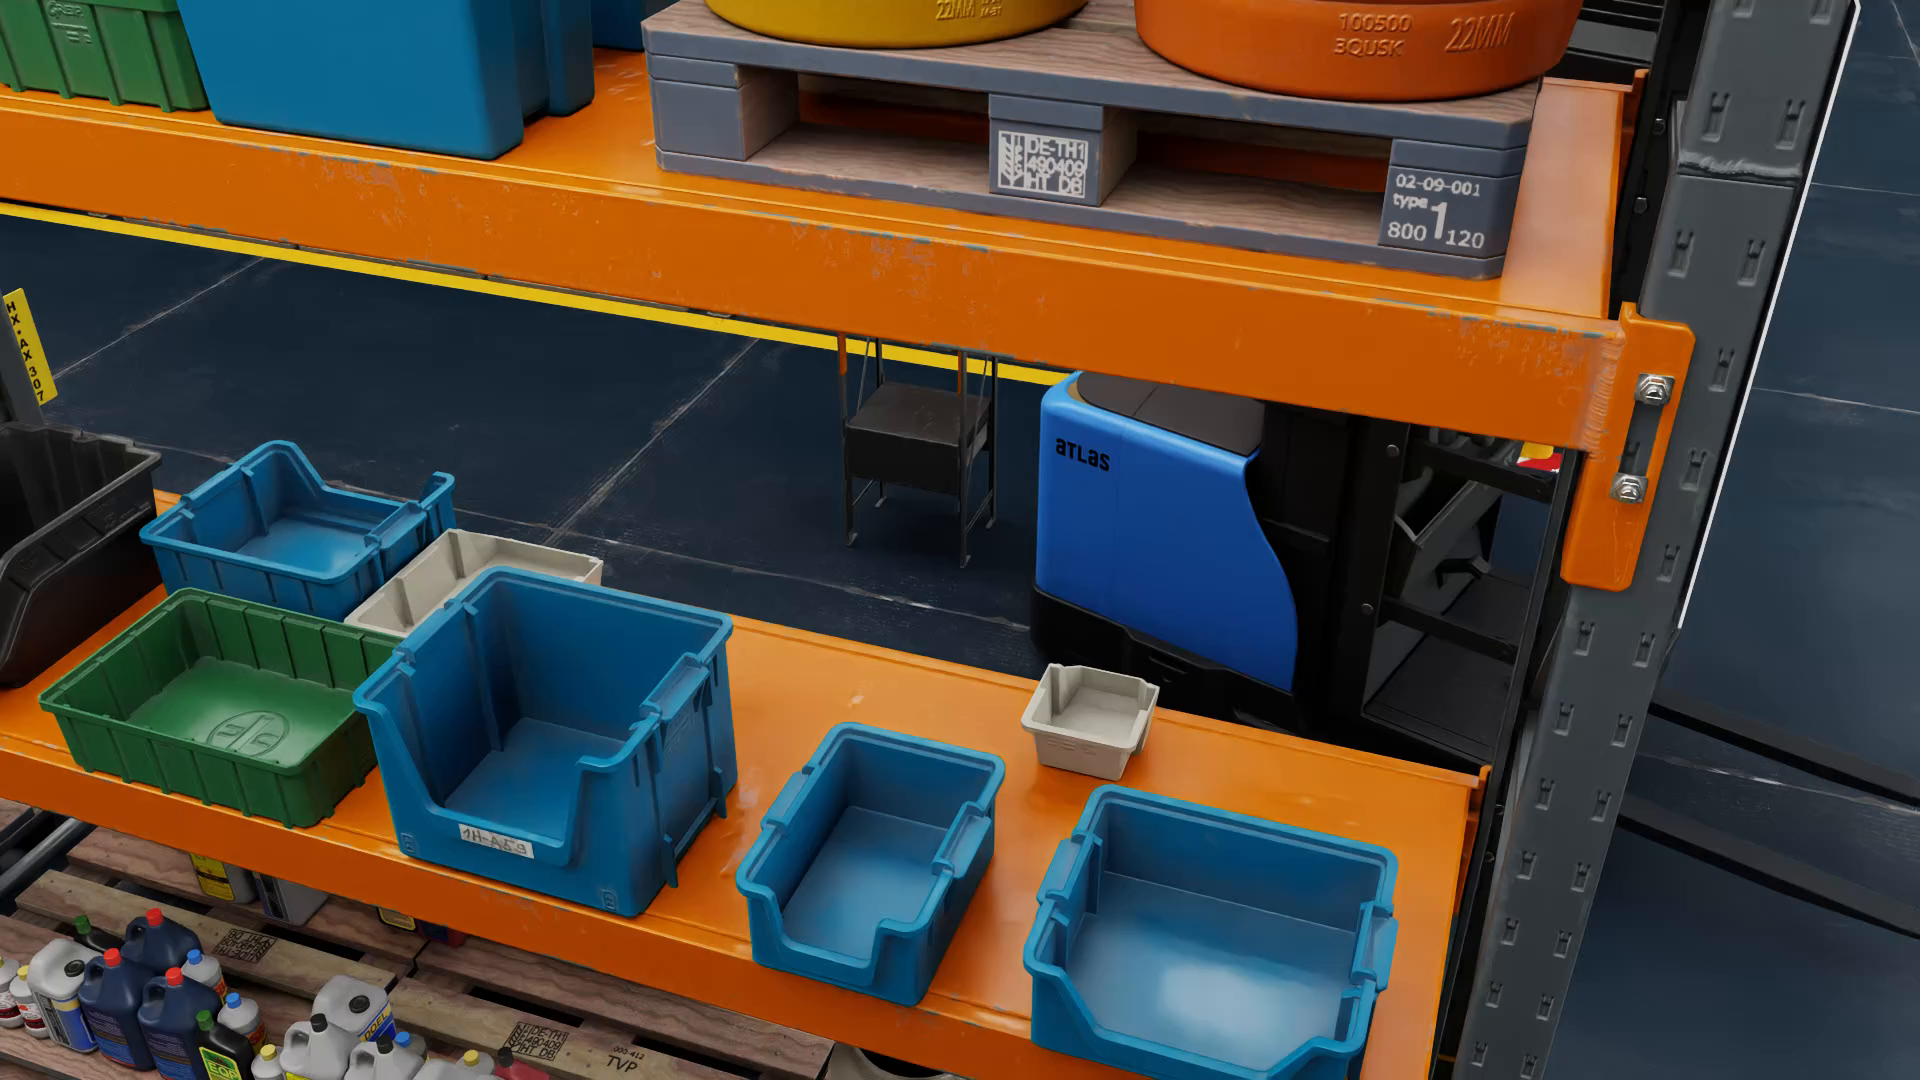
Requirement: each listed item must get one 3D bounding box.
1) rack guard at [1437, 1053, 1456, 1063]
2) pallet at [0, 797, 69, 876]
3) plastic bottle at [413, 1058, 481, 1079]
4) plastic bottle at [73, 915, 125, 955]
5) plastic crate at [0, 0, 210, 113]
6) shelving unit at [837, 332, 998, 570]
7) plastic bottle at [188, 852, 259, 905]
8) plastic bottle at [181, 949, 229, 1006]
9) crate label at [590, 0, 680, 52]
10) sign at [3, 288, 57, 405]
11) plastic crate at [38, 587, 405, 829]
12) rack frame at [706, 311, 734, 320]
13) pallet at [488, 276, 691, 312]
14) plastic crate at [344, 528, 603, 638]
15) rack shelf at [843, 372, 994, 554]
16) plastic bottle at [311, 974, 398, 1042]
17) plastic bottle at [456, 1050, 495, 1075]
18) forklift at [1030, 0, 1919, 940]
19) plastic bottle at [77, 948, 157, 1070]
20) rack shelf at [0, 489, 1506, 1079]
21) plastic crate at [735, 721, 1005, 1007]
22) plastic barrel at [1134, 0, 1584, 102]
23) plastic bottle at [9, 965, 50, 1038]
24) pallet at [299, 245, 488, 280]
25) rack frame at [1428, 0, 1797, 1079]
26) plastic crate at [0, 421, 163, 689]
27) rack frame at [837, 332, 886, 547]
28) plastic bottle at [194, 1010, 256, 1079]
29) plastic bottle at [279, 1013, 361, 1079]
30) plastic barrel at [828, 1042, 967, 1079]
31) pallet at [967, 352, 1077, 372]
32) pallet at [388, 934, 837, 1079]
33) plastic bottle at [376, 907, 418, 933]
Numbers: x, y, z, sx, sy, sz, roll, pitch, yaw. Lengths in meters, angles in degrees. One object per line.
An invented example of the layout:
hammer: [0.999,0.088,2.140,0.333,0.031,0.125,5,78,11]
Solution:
rack guard: [0.936,1.670,3.703,0.348,0.500,1.175,11,34,16]
pallet: [-3.494,0.925,5.122,1.213,0.211,1.003,11,34,16]
plastic bottle: [-1.212,1.371,3.966,0.135,0.276,0.152,10,34,15]
plastic bottle: [-2.241,1.107,4.369,0.133,0.283,0.061,11,34,16]
plastic crate: [-1.348,-0.866,2.755,0.450,0.188,0.336,11,34,16]
shelving unit: [-0.156,-0.912,6.227,0.503,2.100,0.431,11,34,16]
plastic bottle: [-2.087,0.850,4.704,0.185,0.351,0.144,11,34,16]
plastic bottle: [-1.945,1.164,4.292,0.097,0.271,0.097,0,33,0]
crate label: [-0.627,-1.099,3.059,0.408,0.251,0.502,11,34,16]
sign: [-2.546,-0.517,4.531,0.005,0.325,0.100,11,34,16]
plastic crate: [-1.559,0.359,3.623,0.662,0.188,0.450,11,34,16]
rack frame: [-1.071,-2.651,8.091,0.127,3.000,1.000,11,34,16]
pallet: [-1.804,-1.622,9.067,1.213,0.211,1.003,11,34,16]
plastic crate: [-1.128,0.156,3.986,0.437,0.136,0.530,11,34,16]
rack shelf: [-0.156,-0.313,6.614,0.480,0.518,0.431,11,34,16]
plastic bottle: [-1.518,1.229,4.187,0.135,0.276,0.152,11,34,16]
plastic bottle: [-1.187,1.336,4.090,0.097,0.201,0.097,0,33,0]
forklift: [1.742,-0.551,4.901,3.031,2.935,1.130,22,39,30]
plastic bottle: [-2.122,1.165,4.216,0.185,0.351,0.144,12,35,18]
rack shelf: [-0.859,0.546,3.802,4.000,0.370,1.077,11,34,16]
plastic crate: [-0.158,0.612,3.174,0.408,0.251,0.499,11,34,16]
plastic barrel: [0.523,-1.031,2.033,0.708,0.830,0.600,11,34,16]
plastic bottle: [-2.398,1.188,4.319,0.097,0.201,0.097,0,33,0]
pallet: [-2.957,-1.844,9.411,1.213,0.211,1.003,11,34,16]
rack frame: [1.024,0.610,3.040,0.127,3.000,1.000,11,34,16]
plastic crate: [-2.292,0.065,3.942,0.504,0.338,0.767,11,34,16]
rack frame: [-0.386,-0.957,6.297,0.015,2.100,0.400,11,34,16]
plastic bottle: [-1.803,1.280,4.101,0.133,0.283,0.061,13,35,19]
plastic bottle: [-1.544,1.278,4.042,0.185,0.351,0.144,11,34,16]
plastic barrel: [-0.094,1.305,3.869,0.421,0.512,0.421,0,33,0]
pallet: [0.726,-1.153,8.341,1.213,0.211,1.003,11,34,16]
pallet: [-0.971,1.416,4.363,1.213,0.211,1.003,11,34,16]
plastic bottle: [-1.564,0.956,4.602,0.133,0.283,0.061,11,34,16]
